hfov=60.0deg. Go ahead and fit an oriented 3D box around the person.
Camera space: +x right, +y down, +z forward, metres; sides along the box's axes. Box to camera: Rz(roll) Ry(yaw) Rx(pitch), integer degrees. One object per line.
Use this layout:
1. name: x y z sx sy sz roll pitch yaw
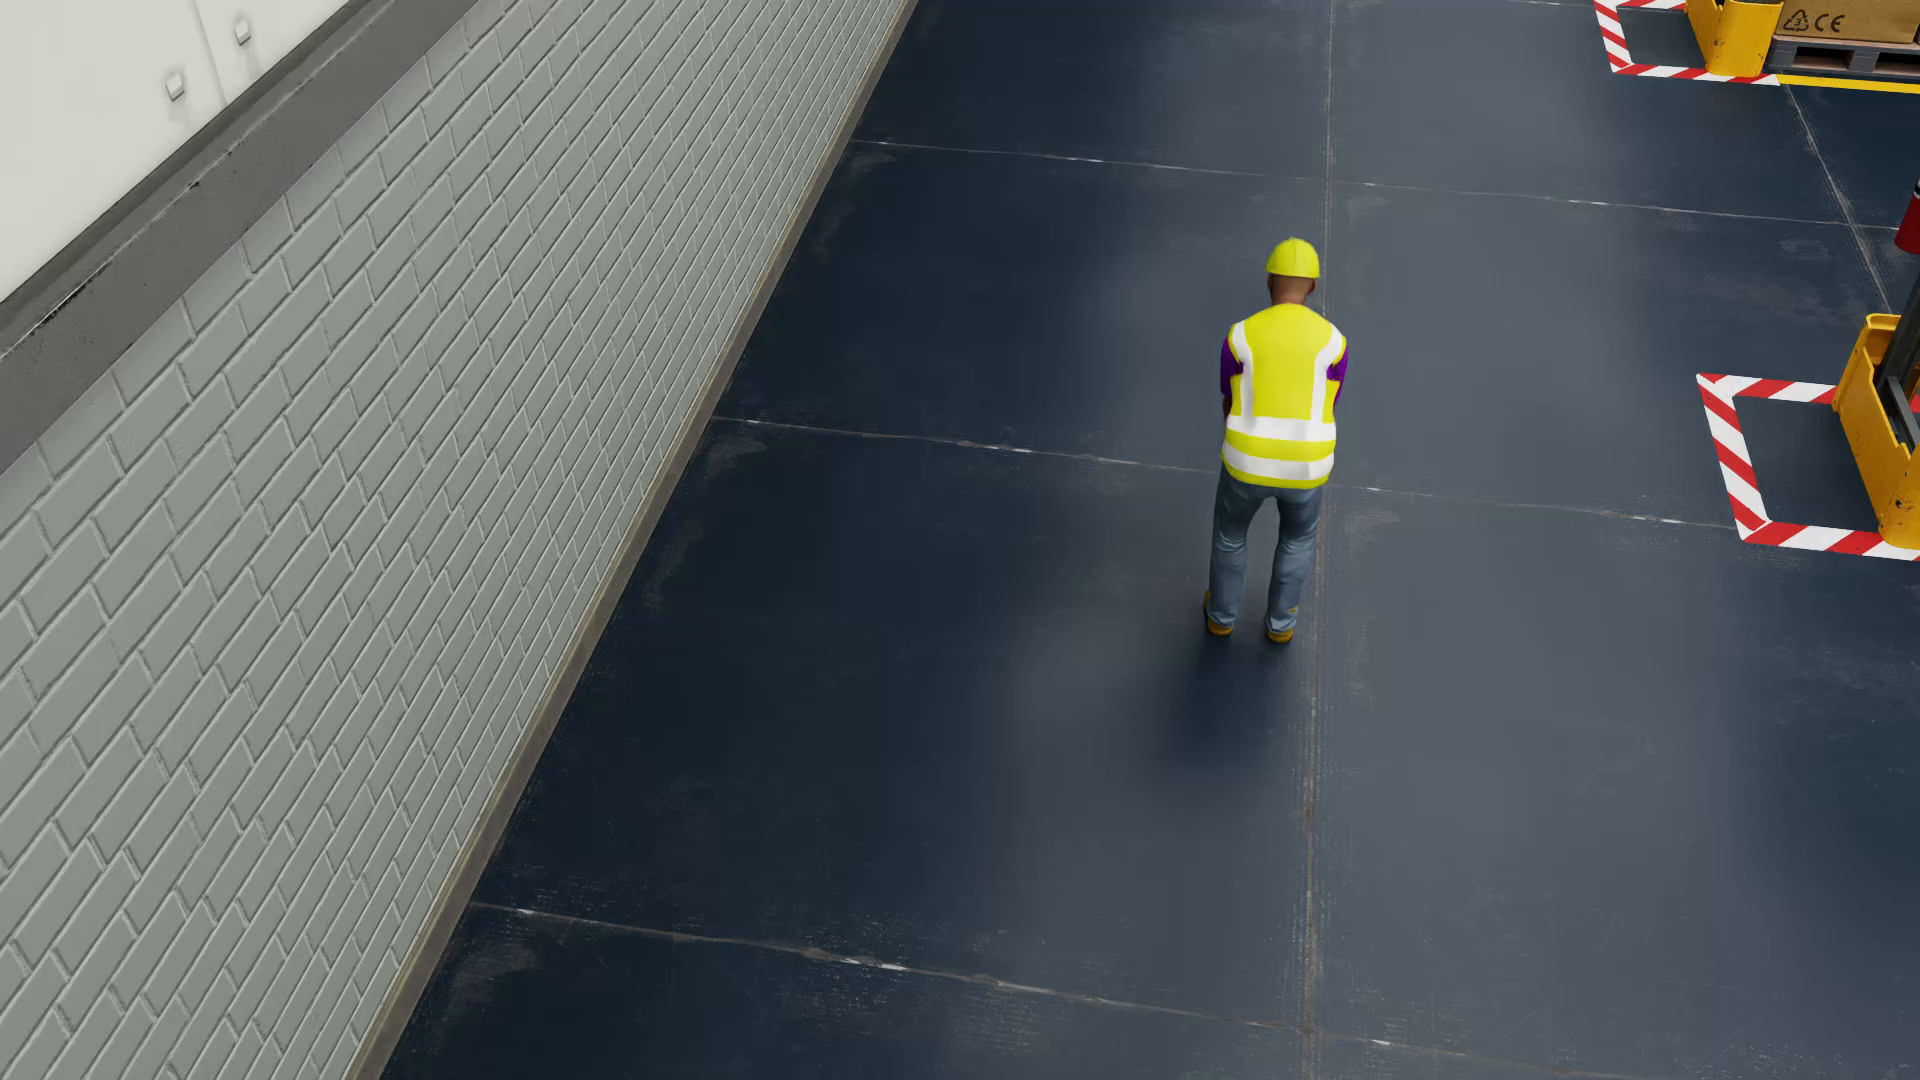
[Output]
1. person: 1.246 -0.376 6.665 0.483 1.657 0.693 6 41 7
